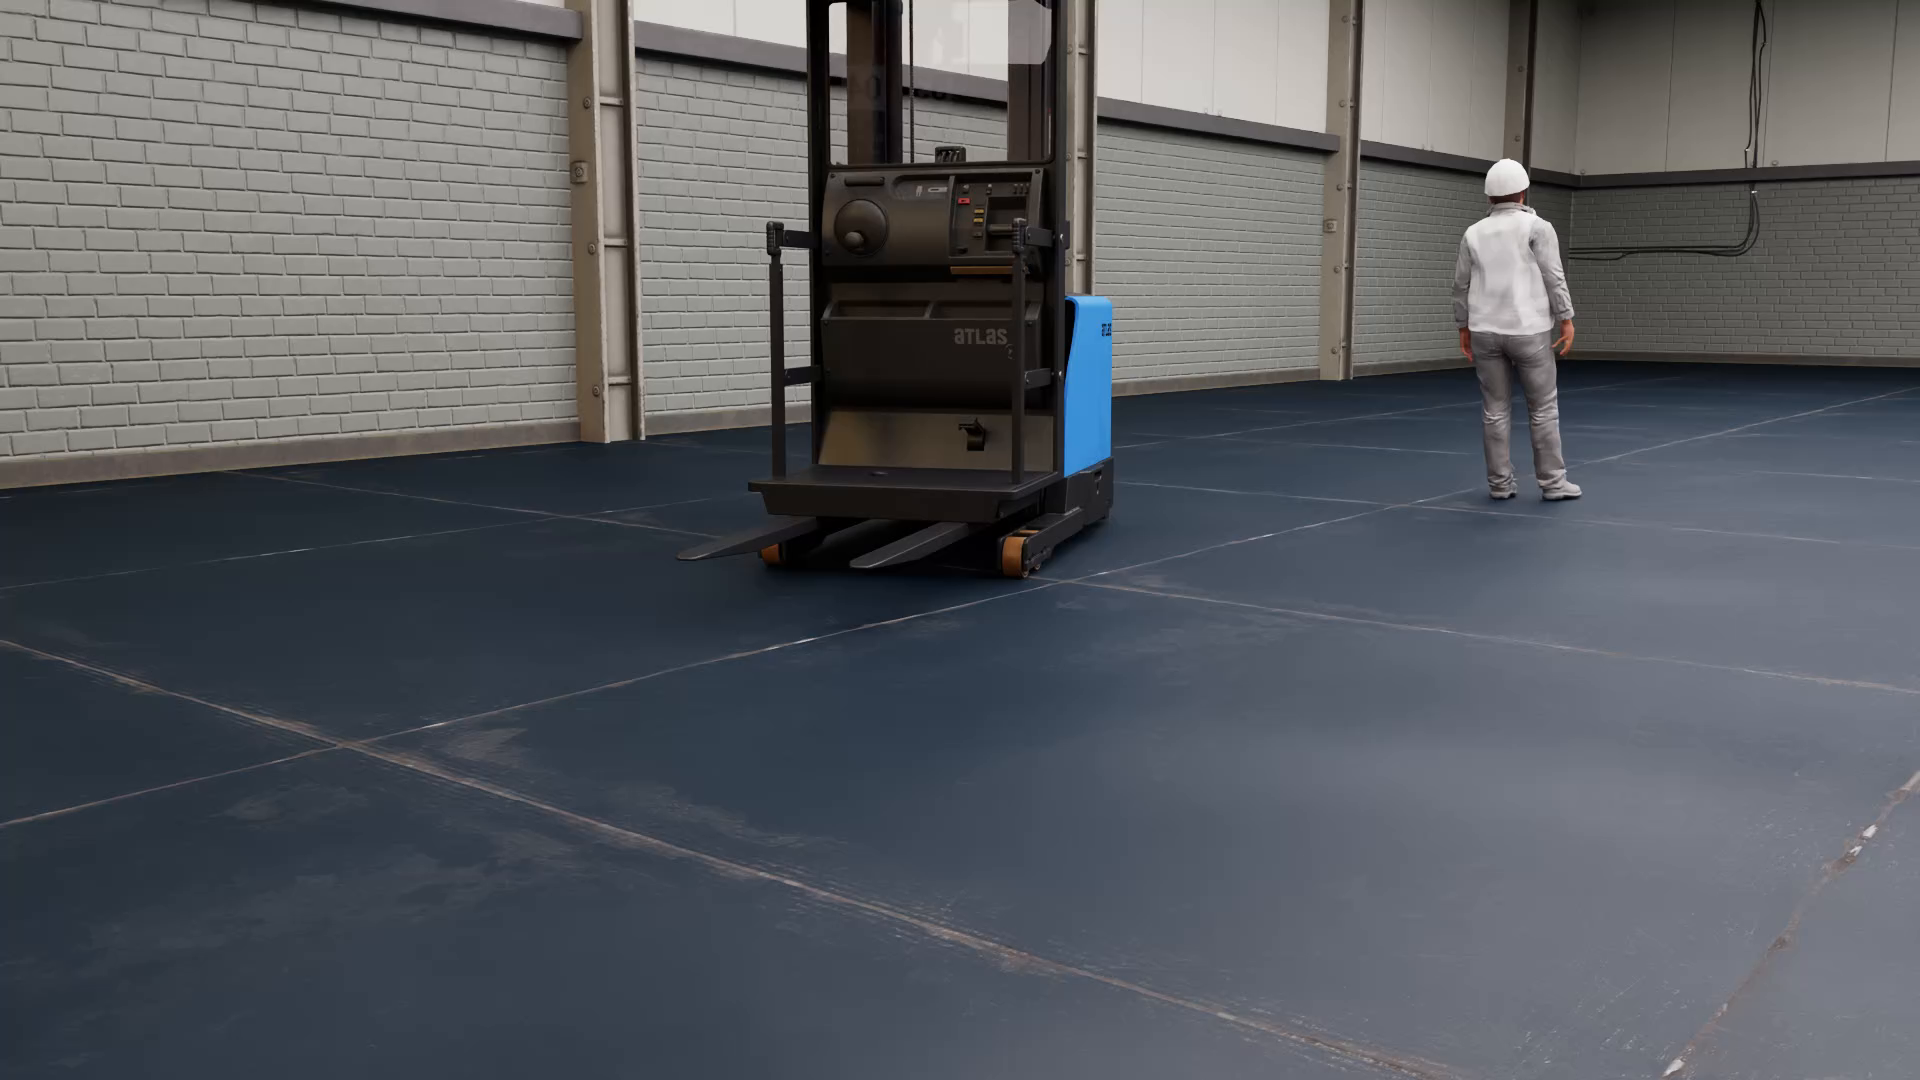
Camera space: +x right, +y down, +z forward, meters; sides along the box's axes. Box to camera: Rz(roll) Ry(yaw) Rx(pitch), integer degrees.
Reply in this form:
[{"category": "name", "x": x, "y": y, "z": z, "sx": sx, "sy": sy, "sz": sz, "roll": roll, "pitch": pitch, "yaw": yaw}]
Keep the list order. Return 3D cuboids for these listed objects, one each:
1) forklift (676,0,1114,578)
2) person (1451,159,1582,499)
[{"category": "forklift", "x": -0.176, "y": -1.366, "z": 6.616, "sx": 1.130, "sy": 2.935, "sz": 3.031, "roll": 3, "pitch": 9, "yaw": 17}, {"category": "person", "x": 2.959, "y": -1.112, "z": 8.829, "sx": 0.632, "sy": 1.773, "sz": 0.569, "roll": 7, "pitch": 11, "yaw": 39}]
